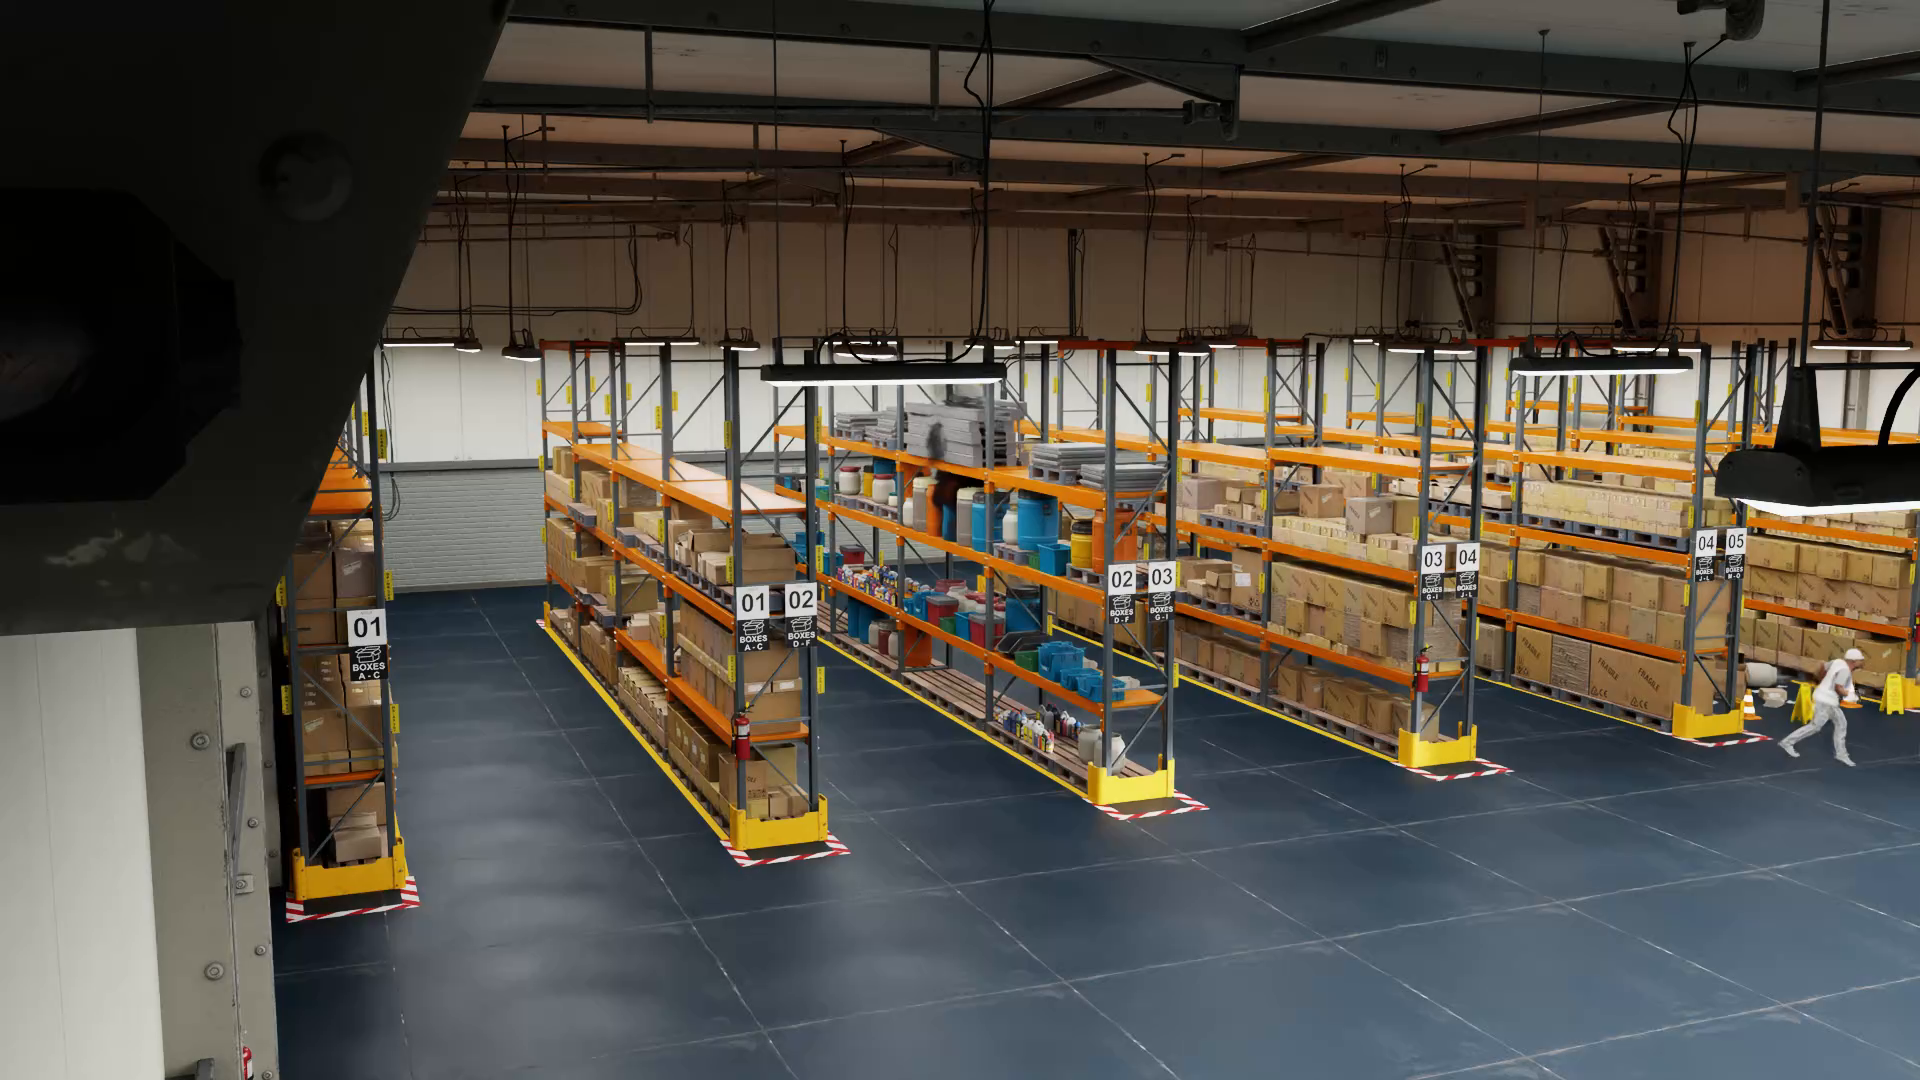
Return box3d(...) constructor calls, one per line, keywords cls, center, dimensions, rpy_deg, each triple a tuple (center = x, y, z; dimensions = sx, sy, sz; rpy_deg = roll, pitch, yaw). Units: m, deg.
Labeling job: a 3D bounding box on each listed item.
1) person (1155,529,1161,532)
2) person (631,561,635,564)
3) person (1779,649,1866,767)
box3d(cls="person", center=(4.533, 0.546, 38.427), dimensions=(0.535, 1.609, 0.544), rpy_deg=(-3, 8, -19))
box3d(cls="person", center=(-7.110, 0.837, 35.909), dimensions=(0.777, 1.710, 0.677), rpy_deg=(3, 8, 20))
box3d(cls="person", center=(12.432, 2.399, 23.989), dimensions=(1.055, 1.730, 0.726), rpy_deg=(2, 8, 16))
